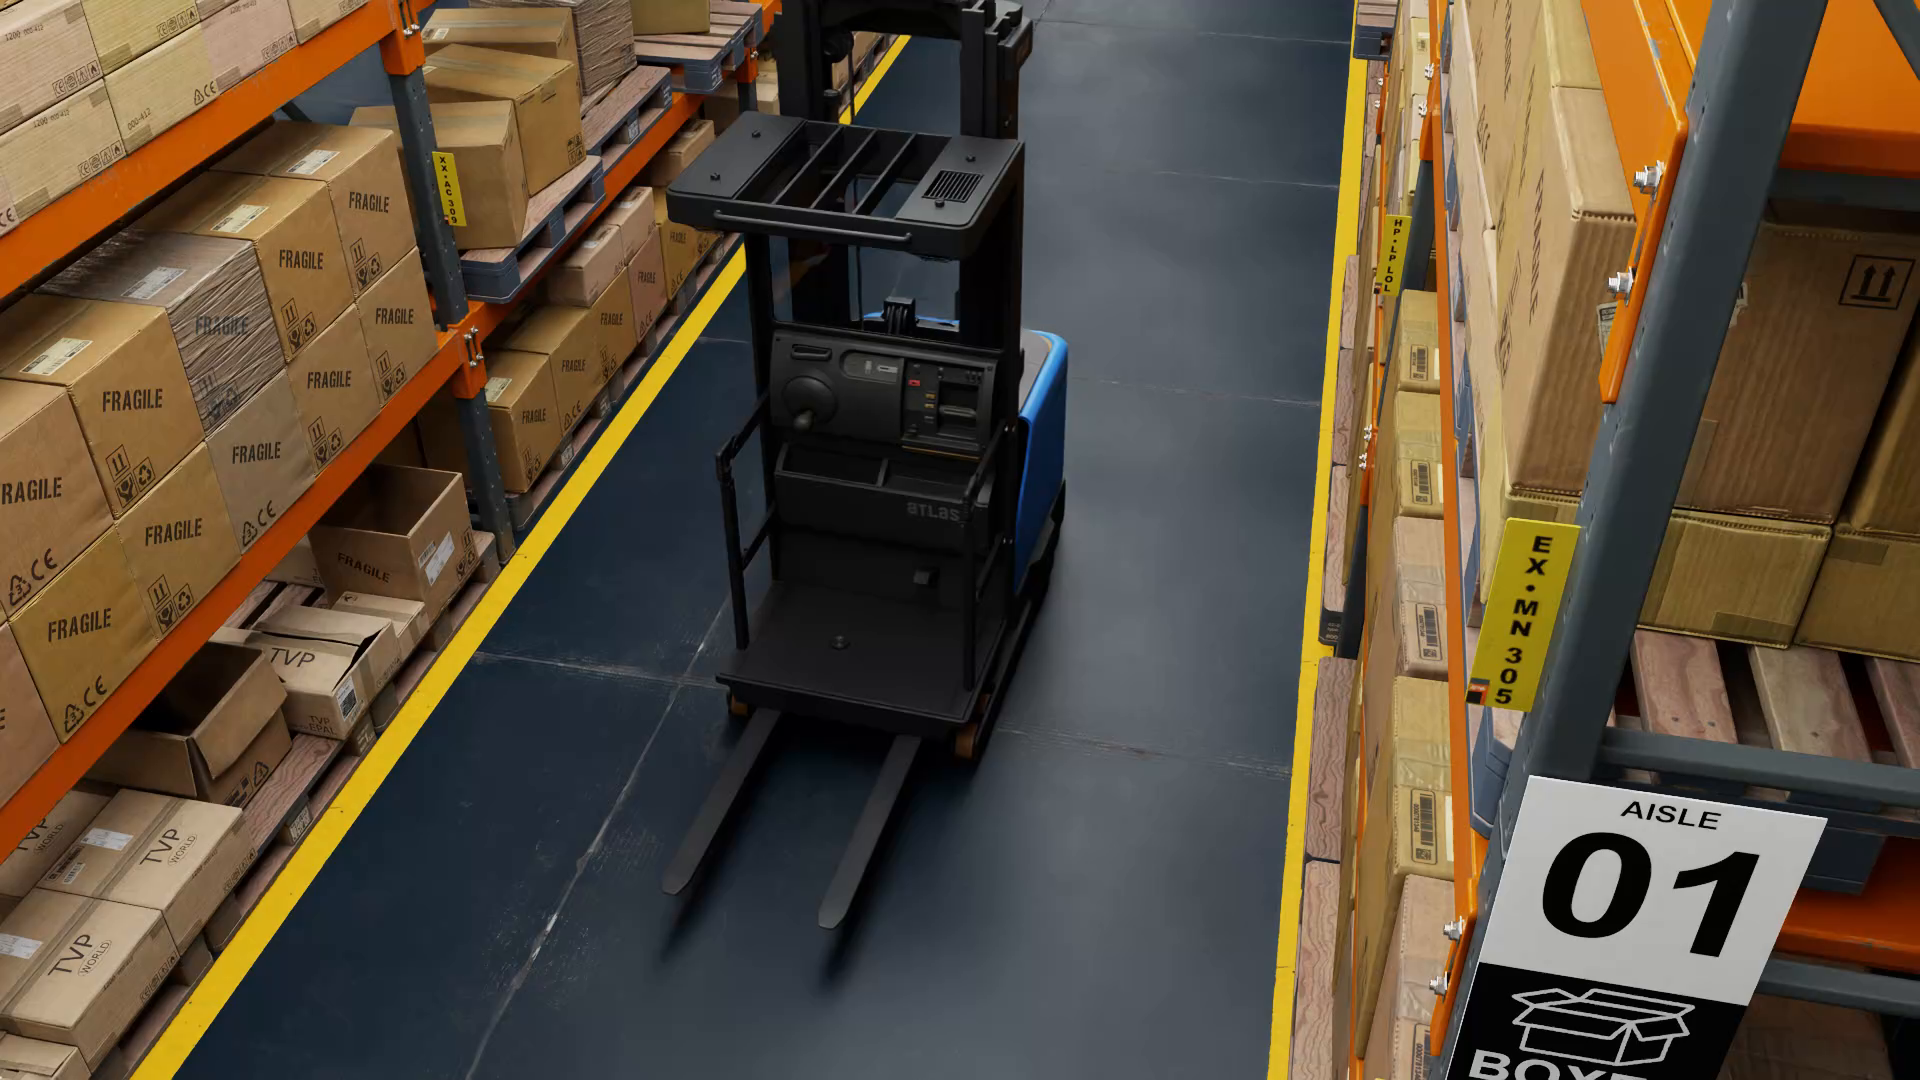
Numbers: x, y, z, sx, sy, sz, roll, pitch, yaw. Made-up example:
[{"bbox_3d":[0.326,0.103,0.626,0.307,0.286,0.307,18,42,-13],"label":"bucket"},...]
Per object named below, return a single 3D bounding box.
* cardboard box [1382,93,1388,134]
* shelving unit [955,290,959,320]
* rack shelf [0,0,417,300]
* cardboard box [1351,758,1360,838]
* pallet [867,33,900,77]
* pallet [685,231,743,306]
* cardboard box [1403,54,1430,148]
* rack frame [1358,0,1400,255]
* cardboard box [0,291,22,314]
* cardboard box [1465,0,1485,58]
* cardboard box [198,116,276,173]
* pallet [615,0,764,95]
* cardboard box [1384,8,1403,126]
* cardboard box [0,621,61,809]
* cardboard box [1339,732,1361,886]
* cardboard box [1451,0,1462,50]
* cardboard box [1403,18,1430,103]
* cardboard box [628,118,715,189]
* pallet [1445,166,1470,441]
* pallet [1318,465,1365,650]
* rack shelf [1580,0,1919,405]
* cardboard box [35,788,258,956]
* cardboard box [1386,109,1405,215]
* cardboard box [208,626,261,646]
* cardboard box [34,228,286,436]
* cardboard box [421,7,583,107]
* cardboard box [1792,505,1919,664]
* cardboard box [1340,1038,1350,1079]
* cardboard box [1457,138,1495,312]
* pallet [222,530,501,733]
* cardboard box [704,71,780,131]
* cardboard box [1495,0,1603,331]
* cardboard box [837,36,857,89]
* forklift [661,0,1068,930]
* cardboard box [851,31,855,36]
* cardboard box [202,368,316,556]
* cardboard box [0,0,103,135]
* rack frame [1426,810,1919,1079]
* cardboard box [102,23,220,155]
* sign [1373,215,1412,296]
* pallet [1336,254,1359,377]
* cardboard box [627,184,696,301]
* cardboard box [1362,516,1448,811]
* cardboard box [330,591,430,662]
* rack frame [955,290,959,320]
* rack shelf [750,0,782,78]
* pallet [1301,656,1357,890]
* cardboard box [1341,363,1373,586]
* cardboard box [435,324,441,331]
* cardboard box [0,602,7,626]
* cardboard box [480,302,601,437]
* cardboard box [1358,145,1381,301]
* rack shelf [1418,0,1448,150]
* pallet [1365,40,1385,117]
[{"bbox_3d":[2.516,-2.322,9.095,0.380,0.149,0.250,8,37,11],"label":"cardboard box"},{"bbox_3d":[0.118,-0.724,8.226,0.258,1.200,0.189,9,37,13],"label":"shelving unit"},{"bbox_3d":[-3.108,-0.963,5.079,1.077,0.370,4.000,7,37,10],"label":"rack shelf"},{"bbox_3d":[1.537,0.901,5.670,0.380,0.149,0.250,6,36,9],"label":"cardboard box"},{"bbox_3d":[-1.091,-4.216,13.887,1.003,0.211,1.213,7,37,10],"label":"pallet"},{"bbox_3d":[-2.023,-1.927,10.729,1.003,0.211,1.213,7,37,10],"label":"pallet"},{"bbox_3d":[2.237,-1.924,7.354,0.500,0.250,0.500,8,37,11],"label":"cardboard box"},{"bbox_3d":[3.014,-2.860,9.641,1.000,3.000,0.127,7,37,10],"label":"rack frame"},{"bbox_3d":[-3.386,-0.510,5.460,0.500,0.500,0.500,8,37,11],"label":"cardboard box"},{"bbox_3d":[1.630,-1.566,4.345,0.500,0.500,0.500,7,36,9],"label":"cardboard box"},{"bbox_3d":[-3.056,-1.396,6.684,0.500,0.500,0.500,8,37,11],"label":"cardboard box"},{"bbox_3d":[-1.902,-3.004,10.002,1.213,0.211,1.003,7,37,10],"label":"pallet"},{"bbox_3d":[2.539,-2.484,8.766,0.500,0.500,0.500,8,37,12],"label":"cardboard box"},{"bbox_3d":[-3.078,0.549,4.851,0.500,0.500,0.500,7,37,10],"label":"cardboard box"},{"bbox_3d":[1.789,0.978,6.116,0.700,0.500,0.500,7,37,9],"label":"cardboard box"},{"bbox_3d":[1.754,-1.568,4.987,0.500,0.250,0.500,7,37,10],"label":"cardboard box"},{"bbox_3d":[2.345,-2.216,7.757,0.500,0.250,0.500,7,36,9],"label":"cardboard box"},{"bbox_3d":[-1.805,-2.350,10.053,0.500,0.250,0.500,9,37,12],"label":"cardboard box"},{"bbox_3d":[1.712,-0.581,4.015,1.003,0.211,1.213,7,37,10],"label":"pallet"},{"bbox_3d":[2.251,0.110,7.918,1.003,0.211,1.213,7,37,10],"label":"pallet"},{"bbox_3d":[1.732,-1.396,3.463,1.077,0.370,4.000,7,37,10],"label":"rack shelf"},{"bbox_3d":[-2.928,1.193,6.016,0.500,0.250,0.500,7,37,10],"label":"cardboard box"},{"bbox_3d":[2.227,-1.613,7.564,0.500,0.500,0.500,7,37,10],"label":"cardboard box"},{"bbox_3d":[-3.157,0.494,7.052,0.380,0.166,0.250,7,37,10],"label":"cardboard box"},{"bbox_3d":[-2.750,-0.726,5.758,0.500,0.500,0.500,8,37,10],"label":"cardboard box"},{"bbox_3d":[-2.364,-2.417,8.586,0.700,0.500,0.500,-1,36,-2],"label":"cardboard box"},{"bbox_3d":[1.701,-0.026,2.859,0.500,0.250,0.500,9,37,12],"label":"cardboard box"},{"bbox_3d":[1.464,1.867,4.890,0.700,0.500,0.500,7,37,10],"label":"cardboard box"},{"bbox_3d":[1.419,-0.689,3.773,0.500,0.250,0.500,6,36,9],"label":"cardboard box"},{"bbox_3d":[-2.828,0.337,7.606,1.003,0.211,1.213,7,37,10],"label":"pallet"},{"bbox_3d":[-1.428,-3.026,11.377,0.500,0.311,0.500,9,37,12],"label":"cardboard box"},{"bbox_3d":[1.312,-0.681,3.124,0.500,0.500,0.500,8,37,11],"label":"cardboard box"},{"bbox_3d":[-1.106,-3.680,12.757,0.500,0.250,0.500,8,37,11],"label":"cardboard box"},{"bbox_3d":[-0.369,-0.521,6.471,1.130,2.935,3.031,9,37,13],"label":"forklift"},{"bbox_3d":[-1.103,-3.916,12.604,0.500,0.311,0.500,7,36,9],"label":"cardboard box"},{"bbox_3d":[-2.753,-0.317,6.046,0.500,0.500,0.500,8,37,11],"label":"cardboard box"},{"bbox_3d":[-2.846,-1.370,4.730,0.500,0.250,0.500,7,37,10],"label":"cardboard box"},{"bbox_3d":[1.305,1.726,3.313,1.000,3.000,0.127,7,37,10],"label":"rack frame"},{"bbox_3d":[-2.740,-1.455,5.273,0.500,0.250,0.500,7,37,10],"label":"cardboard box"},{"bbox_3d":[1.627,-1.066,6.246,0.100,0.325,0.005,7,37,10],"label":"sign"},{"bbox_3d":[2.772,-1.289,9.848,1.003,0.211,1.213,7,37,10],"label":"pallet"},{"bbox_3d":[-1.908,-1.783,9.909,0.500,0.500,0.500,6,36,8],"label":"cardboard box"},{"bbox_3d":[1.721,0.456,4.809,0.980,0.700,0.700,6,36,8],"label":"cardboard box"},{"bbox_3d":[-2.547,0.375,7.231,0.380,0.149,0.250,7,37,10],"label":"cardboard box"},{"bbox_3d":[0.093,-0.672,8.155,0.240,1.200,0.006,9,37,13],"label":"rack frame"},{"bbox_3d":[-1.399,-4.335,12.288,1.077,0.370,4.000,7,37,10],"label":"rack shelf"},{"bbox_3d":[1.921,0.988,6.707,1.003,0.211,1.213,7,37,10],"label":"pallet"},{"bbox_3d":[2.171,-0.256,7.521,0.750,0.750,0.750,8,37,11],"label":"cardboard box"},{"bbox_3d":[-2.741,-0.953,8.764,0.500,0.500,0.500,7,37,10],"label":"cardboard box"},{"bbox_3d":[-3.078,0.140,4.564,0.500,0.500,0.500,8,37,10],"label":"cardboard box"},{"bbox_3d":[-2.236,-0.906,8.699,0.500,0.500,0.500,8,37,11],"label":"cardboard box"},{"bbox_3d":[2.729,-1.755,9.589,0.750,0.750,0.750,7,36,9],"label":"cardboard box"},{"bbox_3d":[2.587,-2.637,7.389,1.077,0.370,4.000,7,37,10],"label":"rack shelf"},{"bbox_3d":[3.703,-3.578,13.007,1.003,0.211,1.213,7,37,10],"label":"pallet"}]
